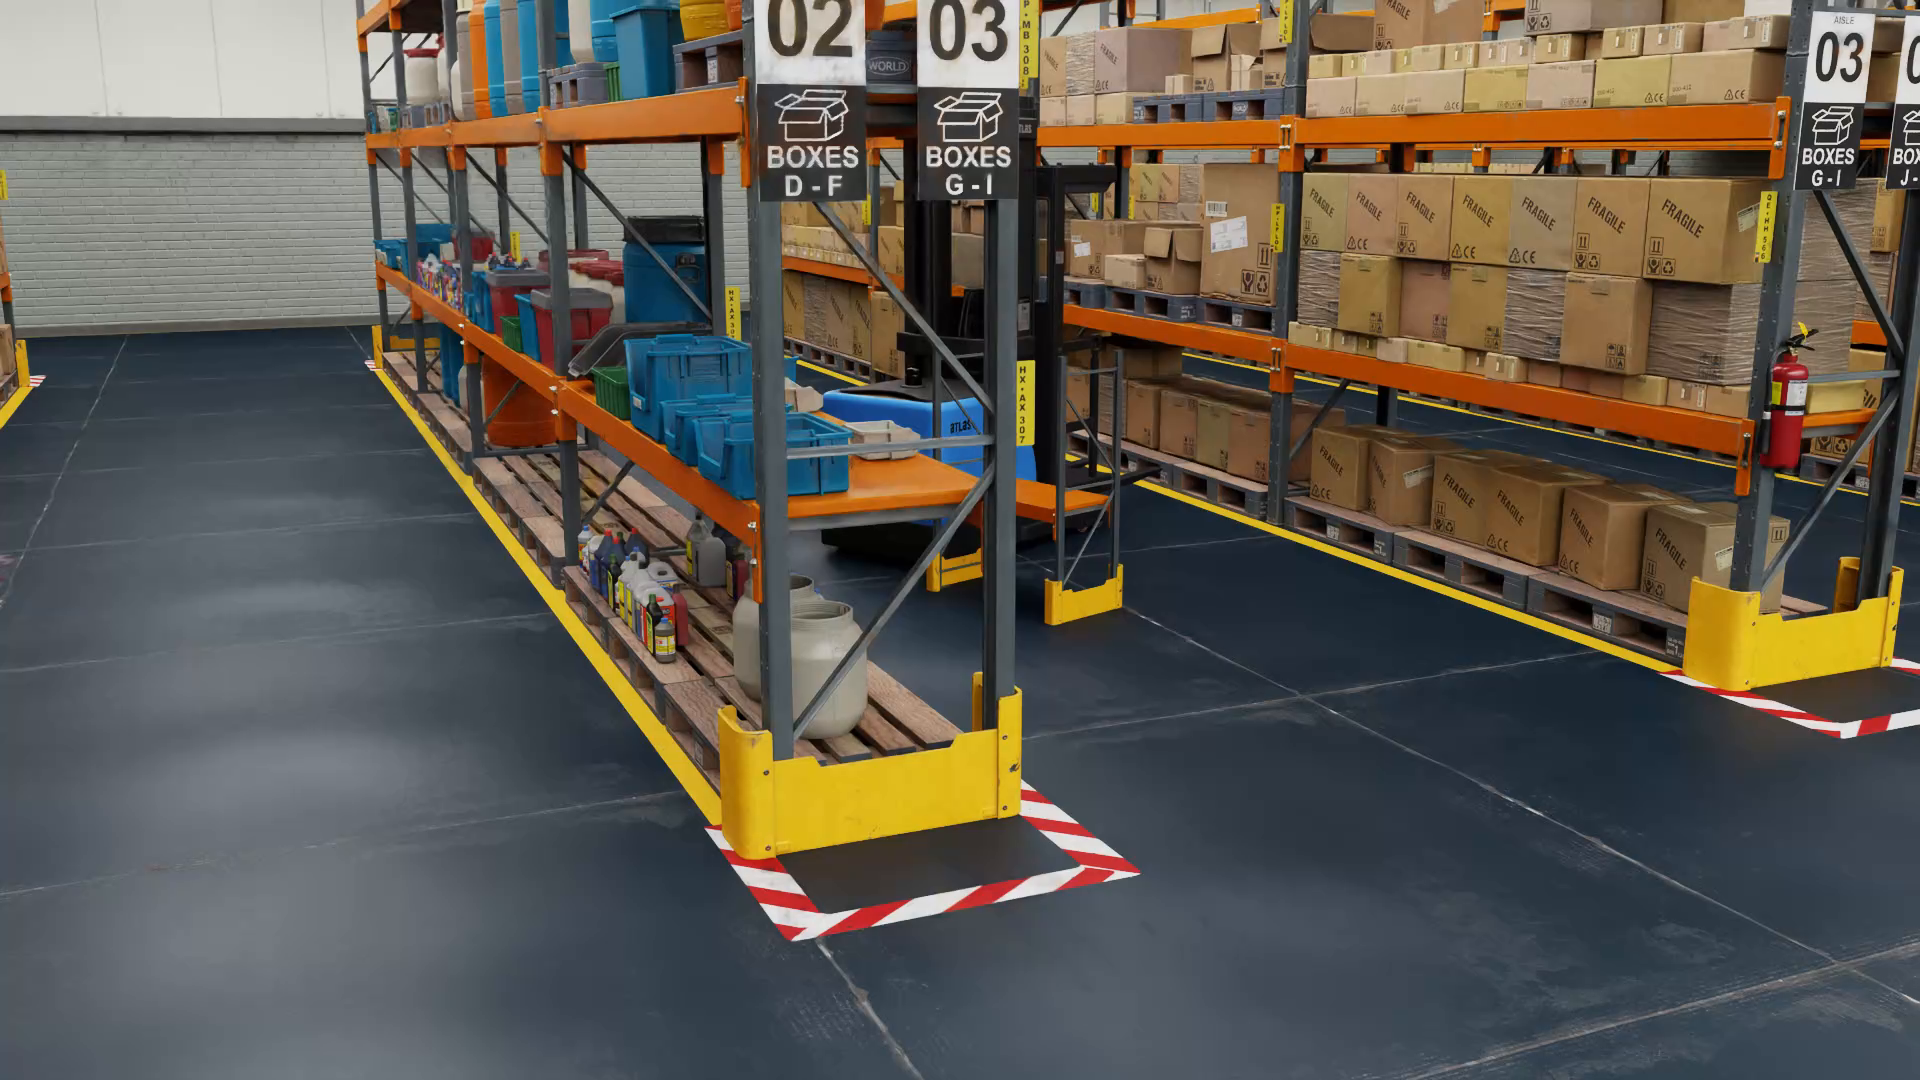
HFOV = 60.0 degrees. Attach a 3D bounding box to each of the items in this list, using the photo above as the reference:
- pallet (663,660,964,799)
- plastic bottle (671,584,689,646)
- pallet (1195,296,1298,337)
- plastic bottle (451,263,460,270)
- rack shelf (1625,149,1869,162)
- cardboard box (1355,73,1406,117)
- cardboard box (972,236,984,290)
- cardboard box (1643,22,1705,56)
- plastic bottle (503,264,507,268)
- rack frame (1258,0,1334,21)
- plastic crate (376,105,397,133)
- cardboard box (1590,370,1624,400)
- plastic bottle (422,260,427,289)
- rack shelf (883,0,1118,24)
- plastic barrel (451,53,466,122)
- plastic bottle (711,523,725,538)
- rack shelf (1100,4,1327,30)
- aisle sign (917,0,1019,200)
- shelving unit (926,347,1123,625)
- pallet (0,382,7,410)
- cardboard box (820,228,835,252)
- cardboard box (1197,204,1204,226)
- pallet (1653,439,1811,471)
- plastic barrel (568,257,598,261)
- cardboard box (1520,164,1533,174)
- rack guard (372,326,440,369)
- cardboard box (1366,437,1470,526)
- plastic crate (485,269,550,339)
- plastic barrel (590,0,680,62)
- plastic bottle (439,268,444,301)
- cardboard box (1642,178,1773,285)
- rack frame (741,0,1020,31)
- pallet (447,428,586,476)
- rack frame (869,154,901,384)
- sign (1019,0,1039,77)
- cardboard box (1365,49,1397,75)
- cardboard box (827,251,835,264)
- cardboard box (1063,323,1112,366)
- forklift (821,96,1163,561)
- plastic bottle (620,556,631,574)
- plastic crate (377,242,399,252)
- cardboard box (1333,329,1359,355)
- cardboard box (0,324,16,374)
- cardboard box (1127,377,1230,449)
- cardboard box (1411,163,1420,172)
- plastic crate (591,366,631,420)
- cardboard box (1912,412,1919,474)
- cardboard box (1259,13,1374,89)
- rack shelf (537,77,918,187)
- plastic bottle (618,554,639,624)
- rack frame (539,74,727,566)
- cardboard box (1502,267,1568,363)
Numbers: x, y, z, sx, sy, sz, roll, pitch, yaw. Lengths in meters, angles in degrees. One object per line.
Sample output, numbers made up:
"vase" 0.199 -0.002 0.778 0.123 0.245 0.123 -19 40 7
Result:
"pallet" -0.660 0.840 7.272 1.003 0.211 1.213 -6 14 -23
"plastic bottle" -1.382 0.366 8.184 0.061 0.283 0.133 -6 14 -23
"pallet" 2.497 -1.690 12.445 1.003 0.211 1.213 -6 14 -23
"plastic bottle" -4.726 -2.450 15.578 0.152 0.276 0.135 -6 14 -23
"rack shelf" 12.291 -6.134 26.162 1.077 0.370 4.000 -6 14 -23
"cardboard box" 2.832 -2.776 10.391 0.500 0.250 0.500 -6 14 -23
"cardboard box" 0.448 -2.671 16.035 0.500 0.500 0.500 -6 14 -23
"cardboard box" 3.668 -2.509 8.353 0.380 0.149 0.250 -6 14 -25
"plastic bottle" -4.231 -2.433 15.513 0.097 0.271 0.097 0 13 0
"rack frame" 4.050 -6.615 19.995 1.000 3.000 0.127 -6 14 -23
"plastic crate" -6.070 -4.562 18.040 0.437 0.282 0.530 -6 14 -23
"cardboard box" 3.636 -0.856 8.972 0.380 0.149 0.250 -6 14 -23
"plastic bottle" -5.162 -2.571 16.112 0.097 0.271 0.097 0 13 0
"rack shelf" 0.266 -5.230 16.490 1.077 0.370 4.000 -6 14 -23
"plastic barrel" -3.627 -3.416 12.575 0.421 0.512 0.421 0 13 0
"plastic bottle" -1.346 0.018 9.538 0.144 0.351 0.185 -6 14 -24
"rack shelf" 3.249 -6.676 21.862 1.077 0.370 4.000 -6 14 -23
"aisle sign" 0.031 -1.617 5.938 0.394 0.787 0.004 -6 14 -23
"shelving unit" 0.370 -0.386 9.710 0.587 1.500 1.083 -12 18 -42
"pallet" -10.380 -1.407 16.982 1.003 0.211 1.213 -6 14 -23
"cardboard box" -1.366 -3.617 20.018 0.500 0.250 0.500 -5 14 -22
"cardboard box" 3.391 -4.068 21.412 0.500 0.500 0.500 -6 14 -25
"pallet" 6.877 -0.834 14.504 1.003 0.211 1.213 -6 14 -23
"plastic barrel" -2.863 -1.853 12.475 0.421 0.512 0.421 0 13 0
"cardboard box" 8.033 -5.164 23.151 0.380 0.149 0.250 -6 14 -23
"rack guard" -6.697 -2.430 20.762 1.175 0.500 0.348 -6 14 -23
"cardboard box" 3.030 -0.395 11.038 0.500 0.500 0.500 -1 13 -5
"plastic crate" -3.104 -1.661 11.753 0.402 0.464 0.583 -6 14 -23
"plastic barrel" -1.568 -2.860 8.379 0.600 0.901 0.708 -6 14 -23
"plastic bottle" -4.609 -2.282 14.835 0.061 0.283 0.133 -6 14 -23
"cardboard box" 3.825 -1.558 8.351 0.500 0.500 0.500 -6 14 -23
"rack frame" -0.266 -3.261 5.505 1.000 3.000 0.127 -6 14 -23
"pallet" -3.825 -0.792 14.324 1.003 0.211 1.213 -6 14 -23
"rack frame" -0.535 -3.265 18.826 1.000 3.000 0.127 -6 14 -23
"sign" 0.240 -1.853 6.053 0.100 0.325 0.005 -6 14 -23
"cardboard box" 2.776 -2.993 10.446 0.380 0.149 0.250 -6 14 -23
"cardboard box" -1.370 -3.389 19.917 0.380 0.149 0.250 -5 14 -22
"cardboard box" 0.810 -1.753 16.072 1.225 0.875 0.875 -6 14 -26
"forklift" 0.379 -1.540 11.522 1.130 2.935 3.031 10 16 36
"plastic bottle" -1.756 0.220 8.842 0.097 0.271 0.097 0 13 0
"plastic crate" -6.614 -3.375 19.539 0.416 0.233 0.300 -6 14 -23
"cardboard box" 2.694 -1.317 10.963 0.380 0.149 0.250 -6 14 -23
"cardboard box" -10.772 -2.104 18.377 0.500 0.500 0.500 -6 14 -23
"cardboard box" 1.822 -1.069 13.904 0.700 0.500 0.500 -4 14 -18
"cardboard box" 7.001 -5.629 25.159 0.380 0.149 0.250 -5 14 -21
"plastic crate" -1.583 -0.756 8.454 0.450 0.188 0.662 -6 14 -23
"cardboard box" 7.807 -0.887 12.330 0.875 0.875 0.875 -6 14 -23
"cardboard box" 2.572 -3.435 11.746 0.797 0.503 0.637 -6 14 -26
"rack shelf" -1.067 -1.863 7.709 1.077 0.370 4.000 -6 14 -23
"plastic bottle" -1.679 0.242 8.570 0.144 0.351 0.185 -6 14 -23
"rack frame" -1.868 -1.165 9.752 1.000 3.000 0.127 -6 14 -23
"cardboard box" 3.606 -1.296 9.434 0.875 0.500 0.500 -6 14 -23
